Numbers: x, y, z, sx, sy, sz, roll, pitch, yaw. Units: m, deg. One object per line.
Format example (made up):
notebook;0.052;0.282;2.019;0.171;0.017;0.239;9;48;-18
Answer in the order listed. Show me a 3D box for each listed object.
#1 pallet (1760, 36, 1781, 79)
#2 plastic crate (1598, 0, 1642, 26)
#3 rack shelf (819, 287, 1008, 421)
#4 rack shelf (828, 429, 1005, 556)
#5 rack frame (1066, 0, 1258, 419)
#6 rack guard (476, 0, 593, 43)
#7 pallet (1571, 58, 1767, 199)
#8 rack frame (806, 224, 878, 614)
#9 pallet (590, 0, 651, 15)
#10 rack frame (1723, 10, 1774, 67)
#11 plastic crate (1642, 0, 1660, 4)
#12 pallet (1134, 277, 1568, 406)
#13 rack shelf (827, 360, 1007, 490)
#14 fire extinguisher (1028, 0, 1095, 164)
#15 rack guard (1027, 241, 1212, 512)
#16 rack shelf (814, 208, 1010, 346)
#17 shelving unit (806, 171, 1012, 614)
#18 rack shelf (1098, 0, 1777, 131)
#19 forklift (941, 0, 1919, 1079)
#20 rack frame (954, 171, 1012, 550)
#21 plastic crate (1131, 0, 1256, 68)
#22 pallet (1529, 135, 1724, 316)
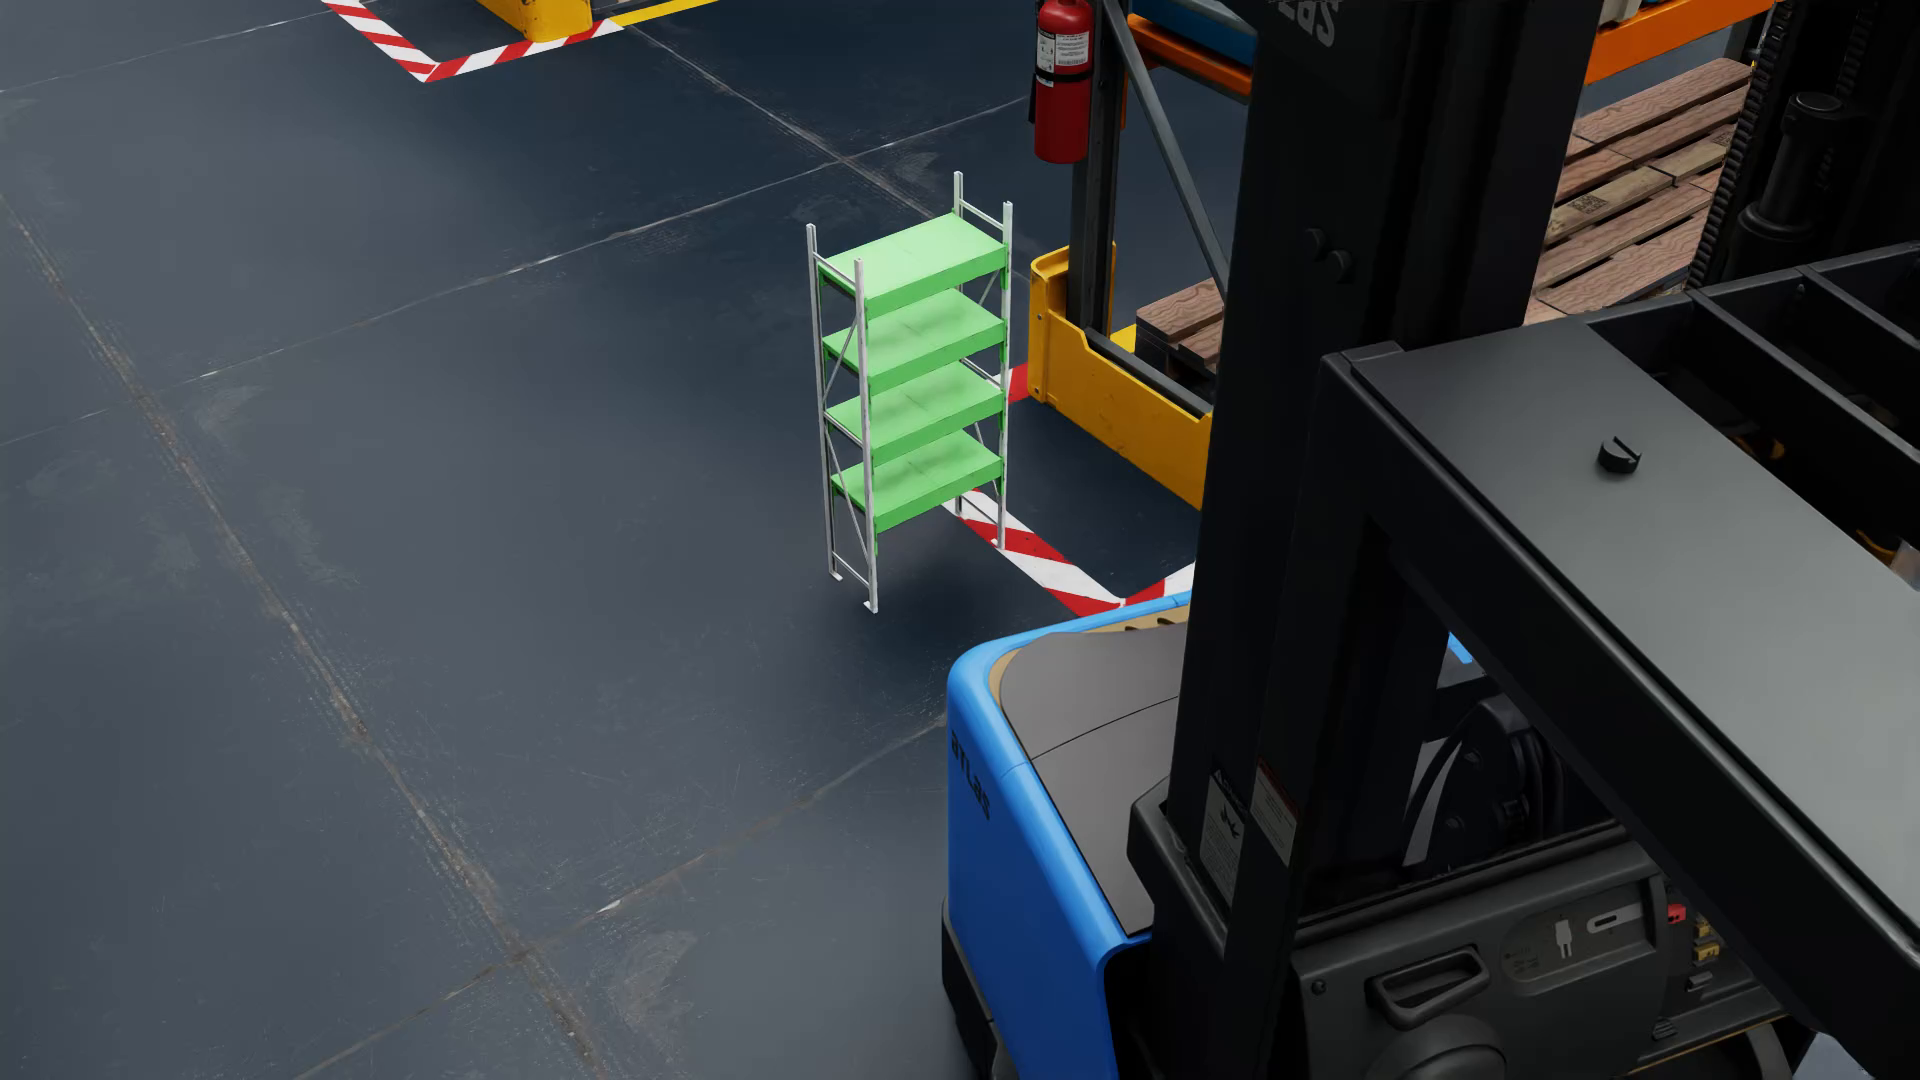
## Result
pallet;4.524;-2.235;7.808;1.213;0.211;1.003;-26;46;-28
plastic crate;1.954;-1.686;5.100;0.298;0.136;0.250;-26;46;-28
rack shelf;-0.131;-0.536;4.680;0.480;0.148;0.258;-26;46;-28
rack shelf;-0.131;-0.165;4.984;0.480;0.148;0.258;-26;46;-28
rack frame;0.715;-1.490;4.701;0.127;3.000;1.000;-26;46;-28
rack guard;-2.322;-3.005;8.519;0.348;0.500;1.175;-26;46;-28
pallet;3.328;-1.654;7.100;1.213;0.211;1.003;-26;46;-28
rack frame;-0.325;-0.306;4.676;0.015;1.200;0.240;-26;46;-28
pallet;-1.716;-3.251;9.047;1.213;0.211;1.003;-26;46;-28
rack frame;3.887;-3.036;6.586;0.127;3.000;1.000;-26;46;-28
plastic crate;2.156;-1.887;5.270;0.300;0.233;0.416;-26;46;-28
pallet;1.393;-0.711;5.950;1.213;0.211;1.003;-26;46;-28
rack shelf;-0.131;-0.351;4.832;0.480;0.148;0.258;-26;46;-28
fire extinguisher;0.319;-1.486;5.052;0.183;0.674;0.296;-26;46;-28
rack guard;0.704;-0.508;5.475;0.348;0.500;1.175;-26;46;-28
rack shelf;-0.131;-0.722;4.527;0.480;0.148;0.258;-26;46;-28
shelving unit;-0.131;-0.400;4.791;0.503;1.200;0.258;-26;46;-28
rack shelf;2.301;-1.985;5.872;4.000;0.370;1.077;-26;46;-28
forklift;0.947;0.685;2.104;1.130;2.935;3.031;-13;41;-16
rack frame;0.062;-0.494;4.906;0.015;1.200;0.240;-26;46;-28
plastic crate;0.867;-1.750;4.943;0.499;0.435;0.616;-26;46;-28
pallet;2.360;-1.180;6.522;1.213;0.211;1.003;-26;46;-28
